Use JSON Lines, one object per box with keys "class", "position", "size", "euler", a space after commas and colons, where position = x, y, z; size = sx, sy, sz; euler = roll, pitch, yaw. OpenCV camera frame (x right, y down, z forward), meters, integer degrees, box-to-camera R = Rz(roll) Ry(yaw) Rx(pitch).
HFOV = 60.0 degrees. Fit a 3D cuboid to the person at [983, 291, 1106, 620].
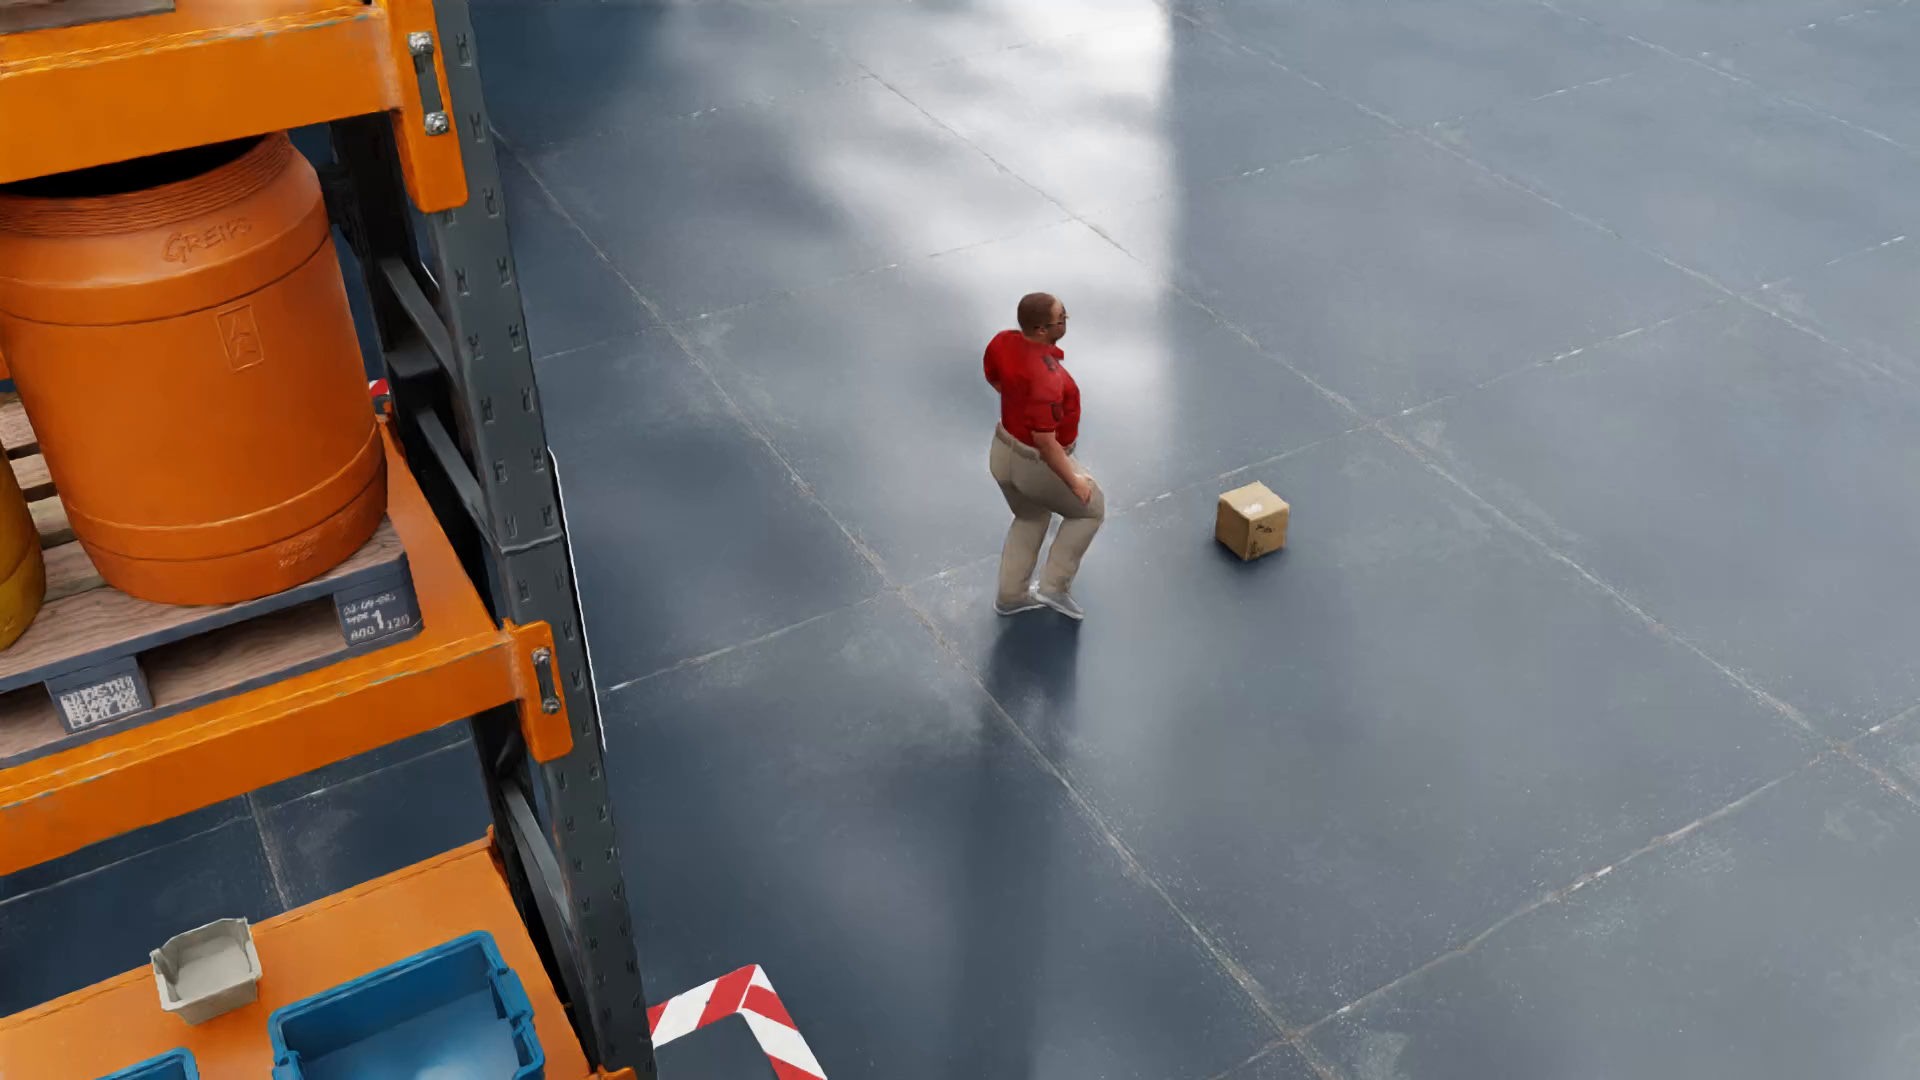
{"class": "person", "position": [0.373, -0.367, 7.486], "size": [0.535, 1.725, 0.692], "euler": [-26, 44, -31]}
